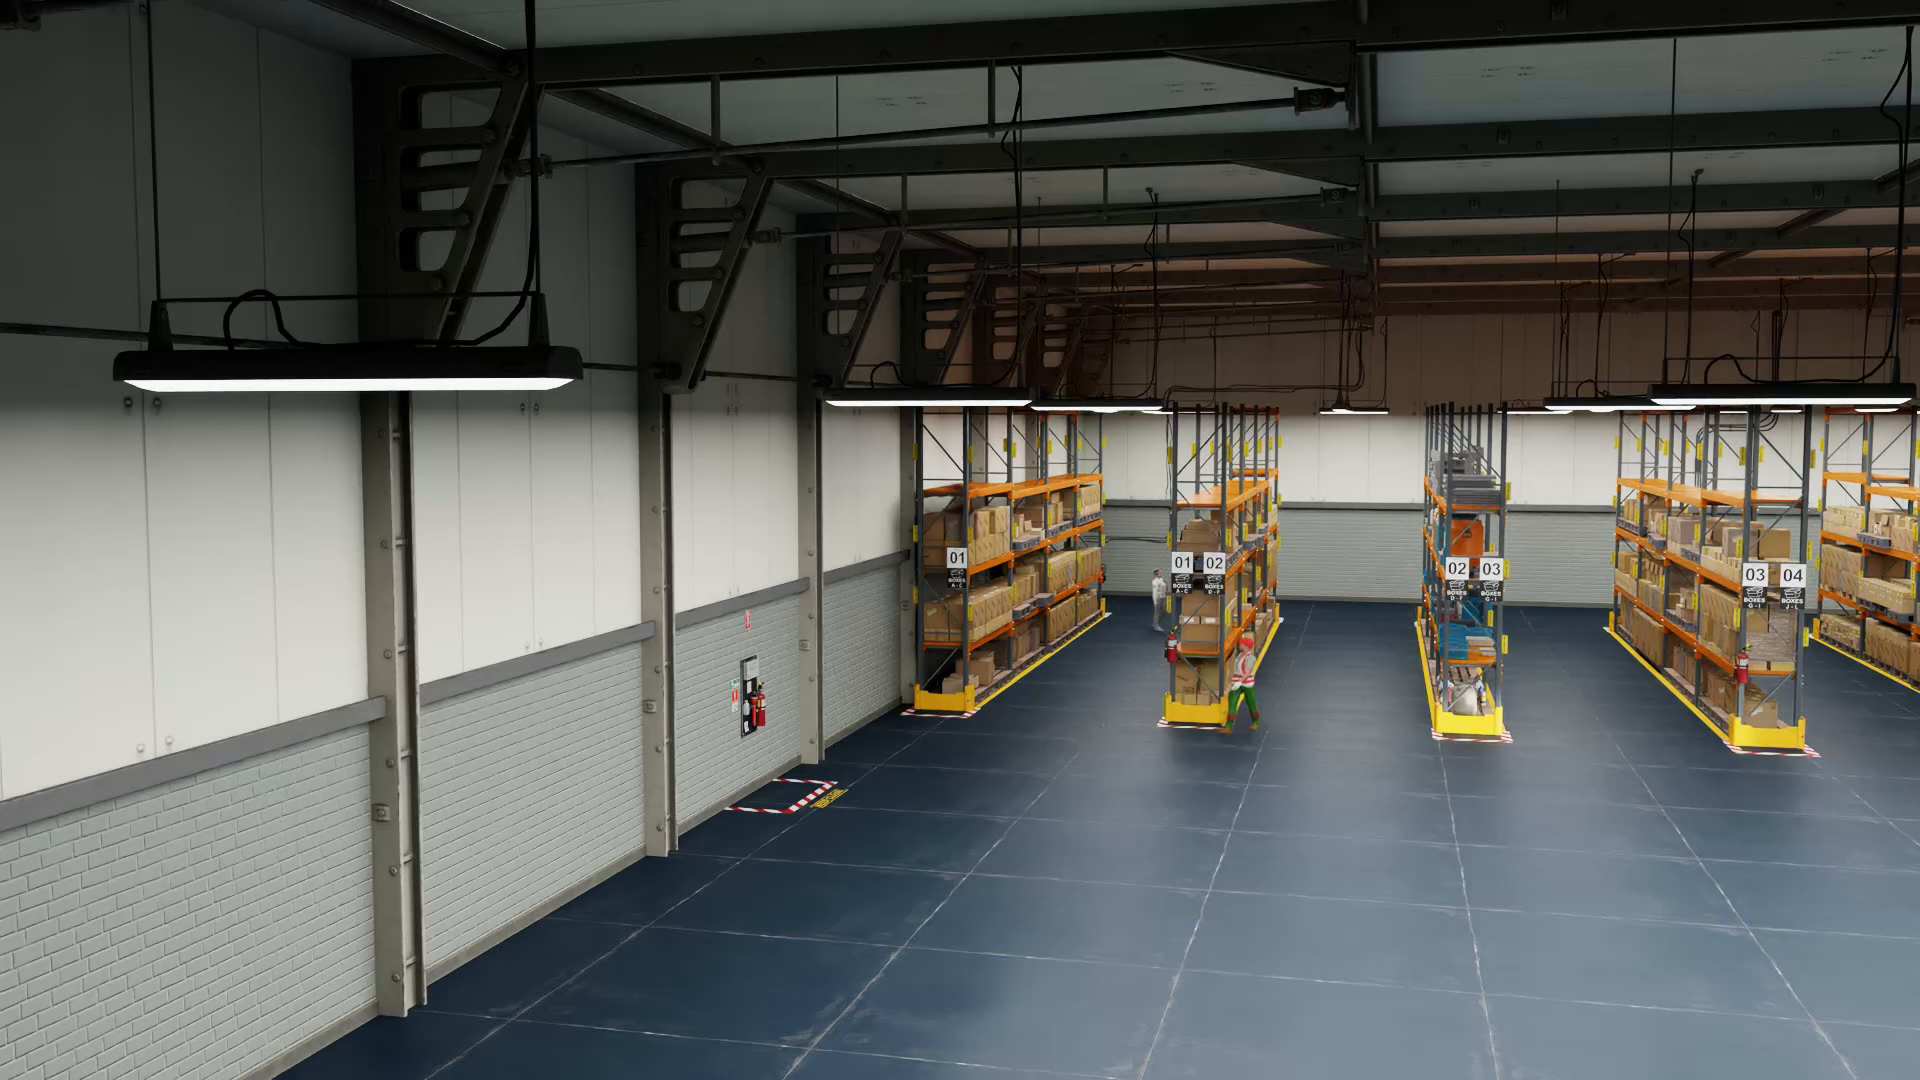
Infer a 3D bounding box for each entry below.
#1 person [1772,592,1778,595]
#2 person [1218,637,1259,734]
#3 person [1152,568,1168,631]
[{"bbox_3d":[20.992,1.653,43.477,0.861,1.796,0.699,-4,6,-42],"label":"person"},{"bbox_3d":[5.085,2.623,29.994,0.480,1.731,1.051,3,5,36],"label":"person"},{"bbox_3d":[5.343,1.591,44.622,0.400,1.689,0.540,4,6,41],"label":"person"}]
